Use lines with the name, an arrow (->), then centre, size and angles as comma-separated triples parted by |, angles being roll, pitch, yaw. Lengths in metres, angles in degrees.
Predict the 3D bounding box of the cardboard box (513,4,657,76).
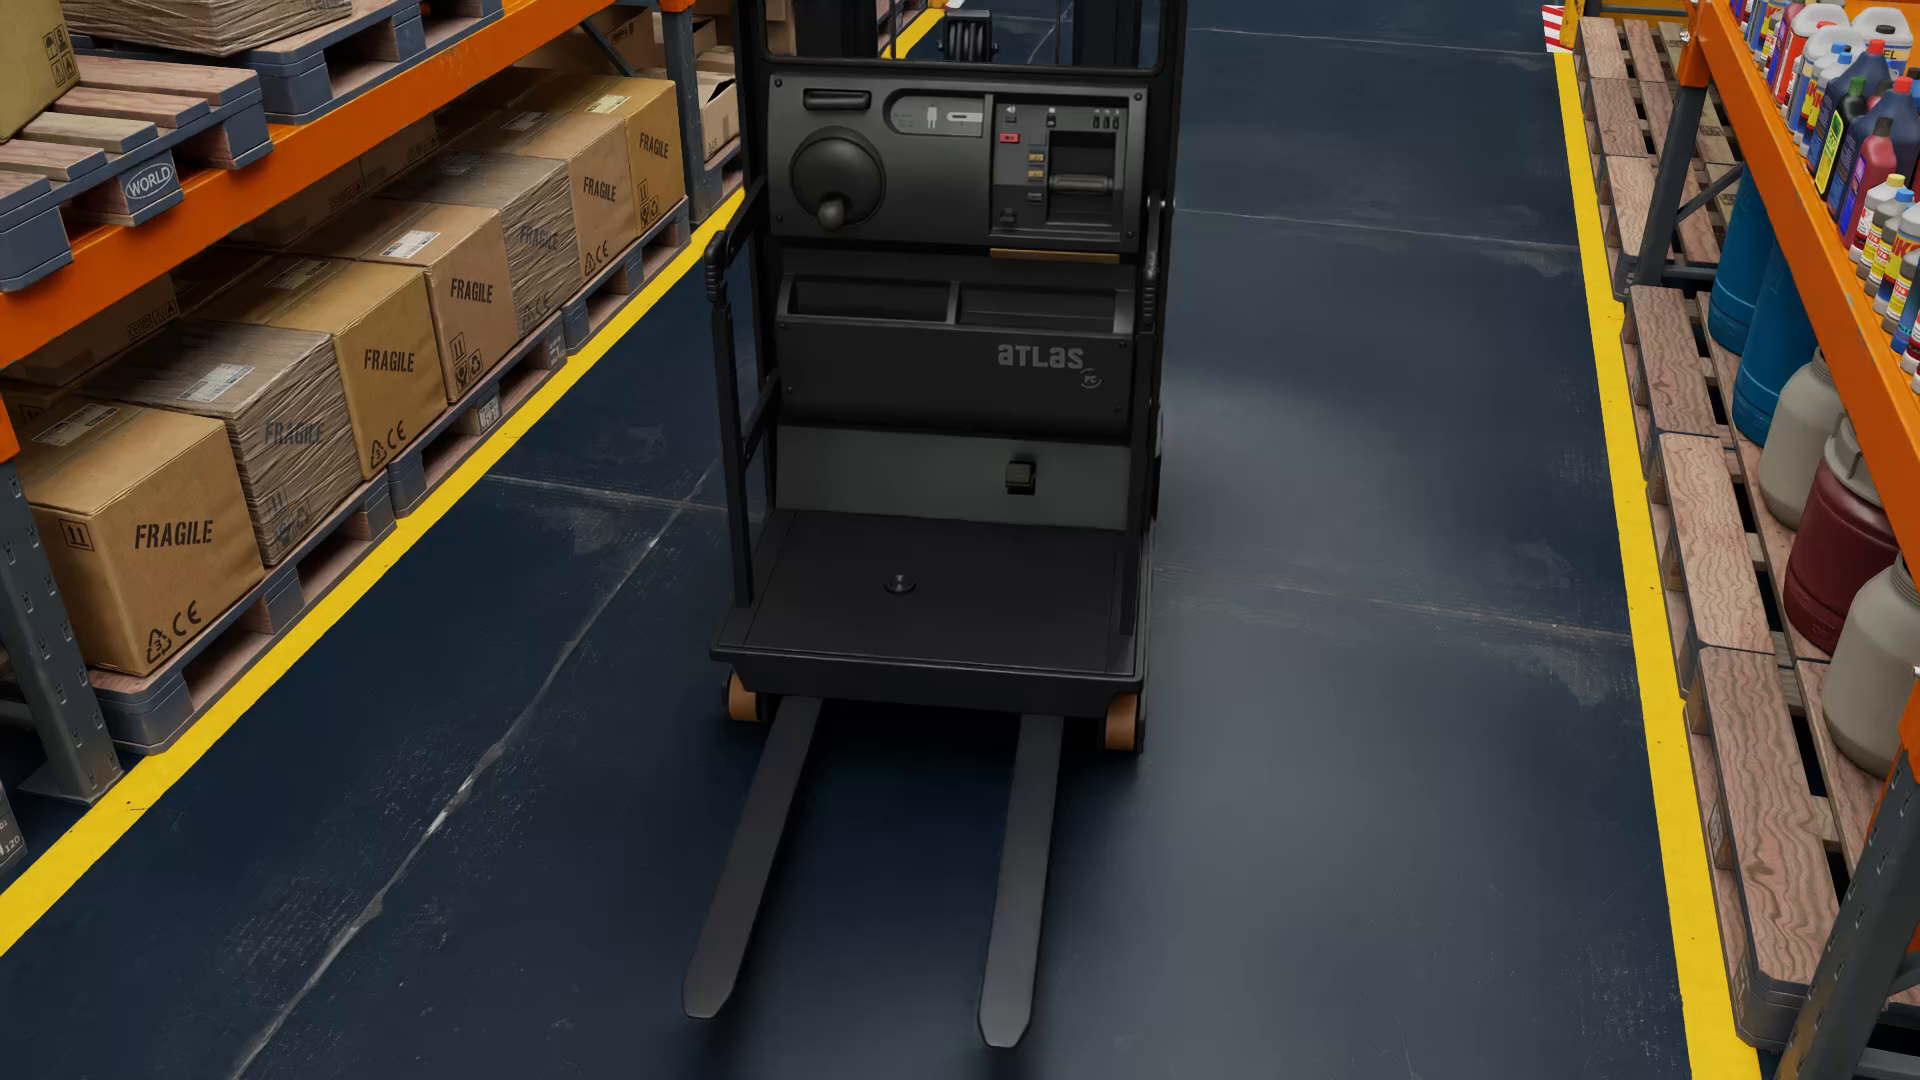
cardboard box -> -1.768, -2.234, 7.888 | 0.500, 0.500, 0.500 | 8, 33, 12

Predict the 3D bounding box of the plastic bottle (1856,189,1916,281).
plastic bottle -> 2.080, -0.681, 3.711 | 0.097, 0.201, 0.097 | 0, 32, 0

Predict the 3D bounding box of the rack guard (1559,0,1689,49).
rack guard -> 4.160, -3.128, 9.704 | 1.175, 0.500, 0.348 | 8, 33, 12

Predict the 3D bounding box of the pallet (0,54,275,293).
pallet -> -2.549, -0.974, 4.165 | 1.213, 0.211, 1.003 | 8, 33, 12

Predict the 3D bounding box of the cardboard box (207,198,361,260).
cardboard box -> -2.384, -0.883, 5.763 | 0.500, 0.500, 0.500 | 7, 33, 11

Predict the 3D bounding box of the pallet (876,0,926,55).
pallet -> -0.844, -3.215, 10.110 | 1.003, 0.211, 1.213 | 8, 33, 12

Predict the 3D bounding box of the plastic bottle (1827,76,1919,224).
plastic bottle -> 2.197, -0.934, 3.970 | 0.144, 0.351, 0.185 | 8, 33, 12

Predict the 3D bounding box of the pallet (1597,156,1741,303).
pallet -> 3.301, -1.303, 7.103 | 1.003, 0.211, 1.213 | 8, 33, 12

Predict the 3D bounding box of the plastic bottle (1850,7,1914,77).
plastic bottle -> 2.578, -1.351, 4.695 | 0.152, 0.276, 0.135 | 8, 33, 12

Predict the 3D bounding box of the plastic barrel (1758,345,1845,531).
plastic barrel -> 2.588, -0.292, 4.841 | 0.421, 0.512, 0.421 | 0, 32, 0

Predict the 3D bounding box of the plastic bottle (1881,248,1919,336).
plastic bottle -> 2.006, -0.530, 3.473 | 0.097, 0.201, 0.097 | 0, 32, 0

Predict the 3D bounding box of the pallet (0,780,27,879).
pallet -> -2.900, 0.905, 3.629 | 1.003, 0.211, 1.213 | 8, 33, 12

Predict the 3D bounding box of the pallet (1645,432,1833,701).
pallet -> 2.608, 0.114, 4.874 | 1.003, 0.211, 1.213 | 8, 33, 12

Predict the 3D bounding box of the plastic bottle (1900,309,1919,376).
plastic bottle -> 1.957, -0.429, 3.314 | 0.097, 0.201, 0.097 | 0, 32, 0

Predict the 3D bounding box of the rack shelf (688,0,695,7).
rack shelf -> -1.131, -3.503, 8.635 | 1.077, 0.370, 4.000 | 8, 33, 12

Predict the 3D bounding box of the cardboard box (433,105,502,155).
cardboard box -> -2.122, -1.404, 6.582 | 0.500, 0.500, 0.500 | 8, 33, 13

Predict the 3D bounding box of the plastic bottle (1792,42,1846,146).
plastic bottle -> 2.316, -1.193, 4.450 | 0.097, 0.271, 0.097 | 0, 32, 0

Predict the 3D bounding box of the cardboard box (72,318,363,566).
cardboard box -> -2.134, -0.294, 4.836 | 0.500, 0.500, 0.500 | 7, 33, 11

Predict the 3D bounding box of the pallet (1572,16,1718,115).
pallet -> 3.920, -2.569, 9.094 | 1.003, 0.211, 1.213 | 8, 33, 12

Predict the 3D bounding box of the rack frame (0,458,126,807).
rack frame -> -2.654, -0.693, 3.545 | 1.000, 3.000, 0.127 | 8, 33, 12

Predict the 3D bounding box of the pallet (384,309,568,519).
pallet -> -2.116, -0.530, 5.887 | 1.003, 0.211, 1.213 | 8, 33, 12

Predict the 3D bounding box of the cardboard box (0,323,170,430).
cardboard box -> -2.643, -0.341, 4.911 | 0.500, 0.500, 0.500 | 9, 34, 14

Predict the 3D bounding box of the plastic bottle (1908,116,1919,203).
plastic bottle -> 2.303, -0.905, 3.987 | 0.061, 0.283, 0.133 | 8, 33, 12

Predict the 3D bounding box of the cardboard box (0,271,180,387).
cardboard box -> -2.633, -0.688, 4.757 | 0.500, 0.250, 0.500 | 9, 34, 14

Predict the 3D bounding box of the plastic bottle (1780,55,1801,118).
plastic bottle -> 2.375, -1.284, 4.658 | 0.097, 0.201, 0.097 | 0, 32, 0

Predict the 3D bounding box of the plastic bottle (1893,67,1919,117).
plastic bottle -> 2.406, -1.072, 4.261 | 0.097, 0.271, 0.097 | 0, 32, 0

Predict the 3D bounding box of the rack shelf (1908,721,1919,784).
rack shelf -> 1.629, 1.324, 1.041 | 1.077, 0.370, 4.000 | 8, 33, 12

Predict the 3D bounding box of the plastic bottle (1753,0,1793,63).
plastic bottle -> 2.517, -1.604, 5.097 | 0.097, 0.271, 0.097 | 0, 32, 0

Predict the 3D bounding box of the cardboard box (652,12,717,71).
cardboard box -> -1.578, -2.544, 8.551 | 0.500, 0.311, 0.500 | 8, 33, 12

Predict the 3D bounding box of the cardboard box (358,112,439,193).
cardboard box -> -2.251, -1.480, 6.002 | 0.500, 0.250, 0.500 | 8, 33, 12

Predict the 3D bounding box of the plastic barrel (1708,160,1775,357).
plastic barrel -> 2.997, -1.104, 5.756 | 0.600, 0.901, 0.708 | 8, 33, 12

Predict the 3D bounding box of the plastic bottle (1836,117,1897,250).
plastic bottle -> 2.117, -0.829, 3.867 | 0.061, 0.283, 0.133 | 8, 33, 12

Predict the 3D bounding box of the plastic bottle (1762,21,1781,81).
plastic bottle -> 2.468, -1.473, 4.957 | 0.097, 0.201, 0.097 | 0, 32, 0

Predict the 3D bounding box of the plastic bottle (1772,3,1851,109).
plastic bottle -> 2.431, -1.372, 4.727 | 0.152, 0.276, 0.135 | 8, 33, 12

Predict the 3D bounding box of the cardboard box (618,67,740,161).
cardboard box -> -1.323, -2.008, 7.709 | 0.500, 0.311, 0.500 | 8, 33, 12

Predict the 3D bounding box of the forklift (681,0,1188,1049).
forklift -> -0.036, -0.879, 3.901 | 1.130, 2.935, 3.031 | 4, 33, 6

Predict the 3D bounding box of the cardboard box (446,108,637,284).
cardboard box -> -1.620, -1.349, 6.496 | 0.500, 0.500, 0.500 | 8, 33, 13

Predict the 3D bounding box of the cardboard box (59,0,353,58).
cardboard box -> -2.186, -1.704, 4.649 | 0.700, 0.500, 0.500 | 14, 35, 21

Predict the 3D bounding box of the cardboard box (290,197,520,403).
cardboard box -> -1.875, -0.825, 5.672 | 0.500, 0.500, 0.500 | 7, 33, 11

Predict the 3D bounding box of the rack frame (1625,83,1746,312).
rack frame -> 3.152, -2.093, 5.746 | 1.000, 3.000, 0.127 | 8, 33, 12

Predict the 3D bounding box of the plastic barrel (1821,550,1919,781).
plastic barrel -> 2.301, 0.294, 3.919 | 0.421, 0.512, 0.421 | 0, 32, 0

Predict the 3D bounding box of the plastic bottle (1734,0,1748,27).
plastic bottle -> 2.612, -1.842, 5.460 | 0.061, 0.283, 0.133 | 8, 33, 12

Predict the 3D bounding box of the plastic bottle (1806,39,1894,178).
plastic bottle -> 2.278, -1.099, 4.229 | 0.144, 0.351, 0.185 | 8, 33, 12

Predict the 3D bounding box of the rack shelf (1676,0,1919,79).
rack shelf -> 3.659, -2.827, 7.572 | 1.077, 0.370, 4.000 | 8, 33, 12

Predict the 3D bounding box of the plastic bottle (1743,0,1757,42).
plastic bottle -> 2.576, -1.724, 5.286 | 0.097, 0.271, 0.097 | 0, 32, 0
